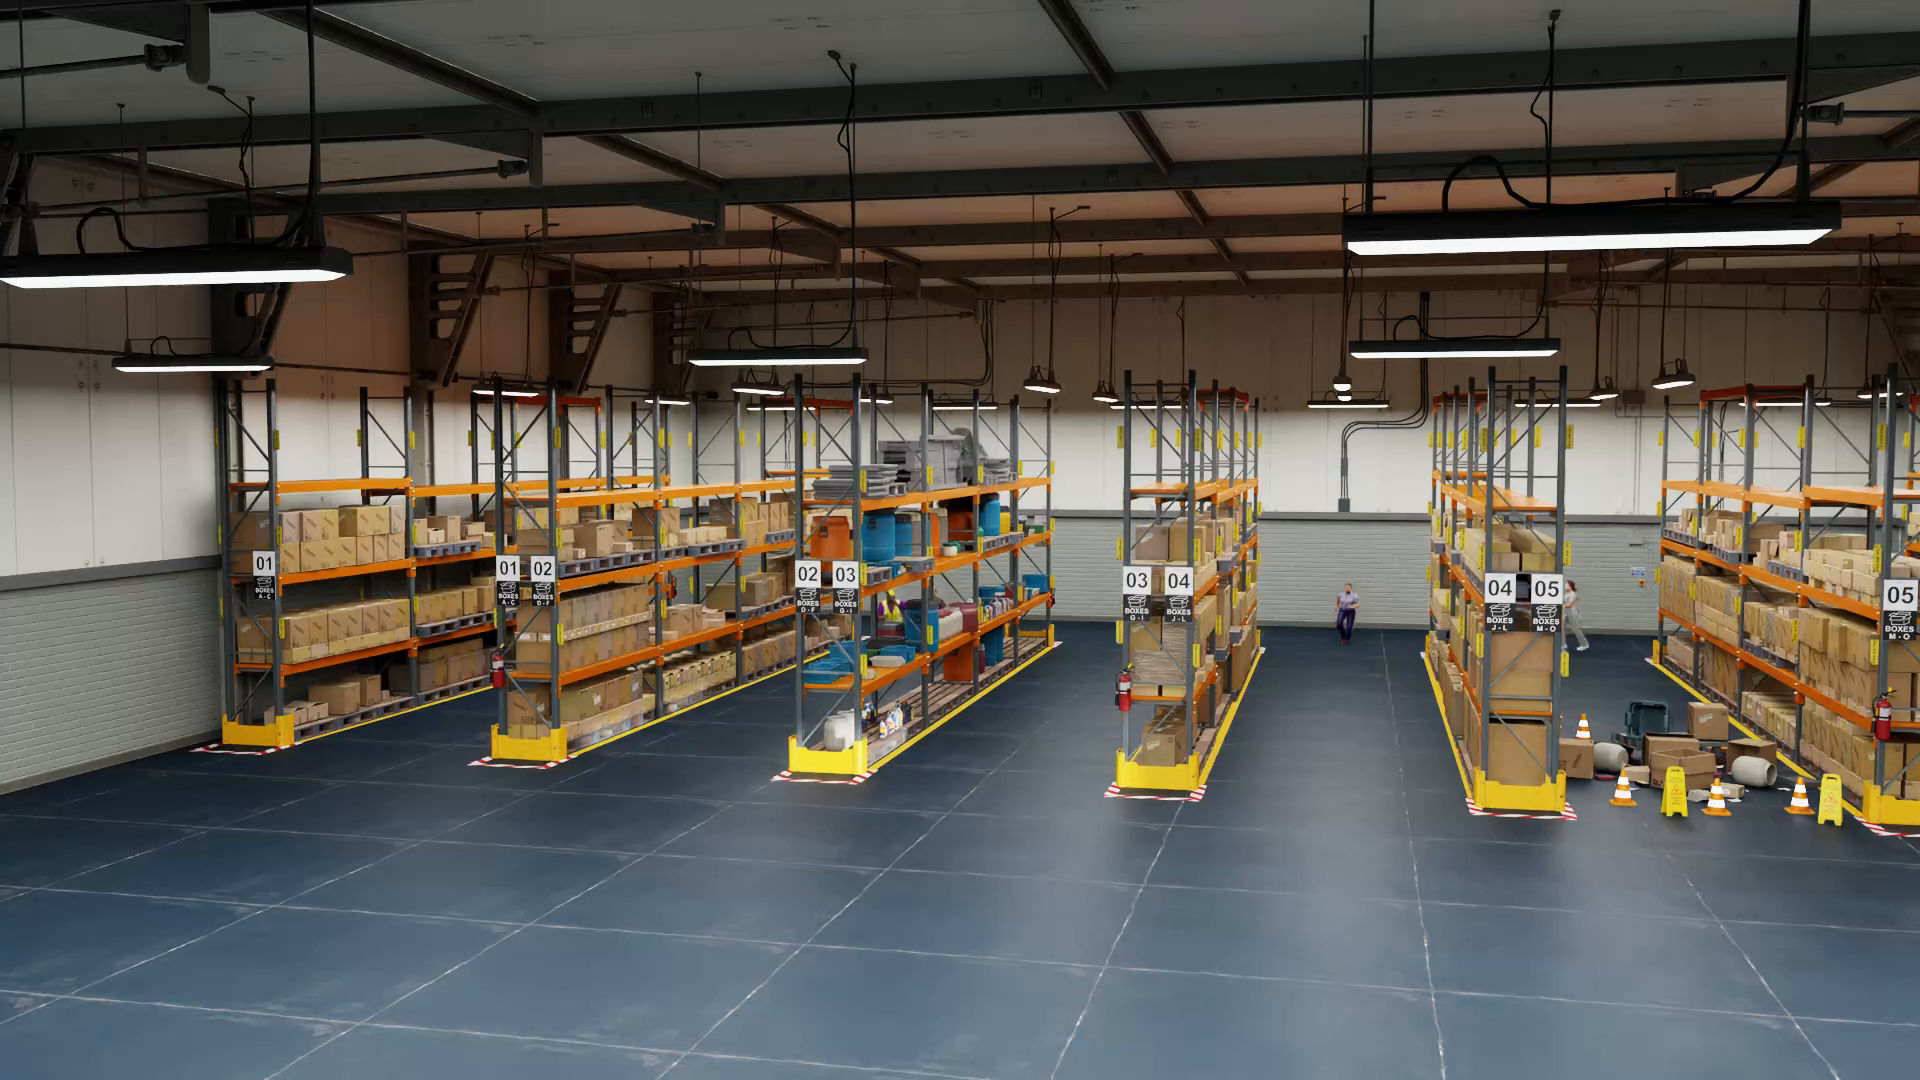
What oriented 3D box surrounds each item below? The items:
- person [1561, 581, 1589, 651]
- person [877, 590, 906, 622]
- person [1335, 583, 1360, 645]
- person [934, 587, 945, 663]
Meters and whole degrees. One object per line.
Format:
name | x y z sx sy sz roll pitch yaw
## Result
person | 14.390 1.817 39.142 0.840 1.723 0.540 0 3 3
person | -1.498 1.923 37.344 0.727 1.654 0.898 0 3 5
person | 9.496 1.805 40.765 0.629 1.547 0.897 1 4 20
person | -0.671 1.912 37.196 0.680 1.748 0.567 1 4 23
